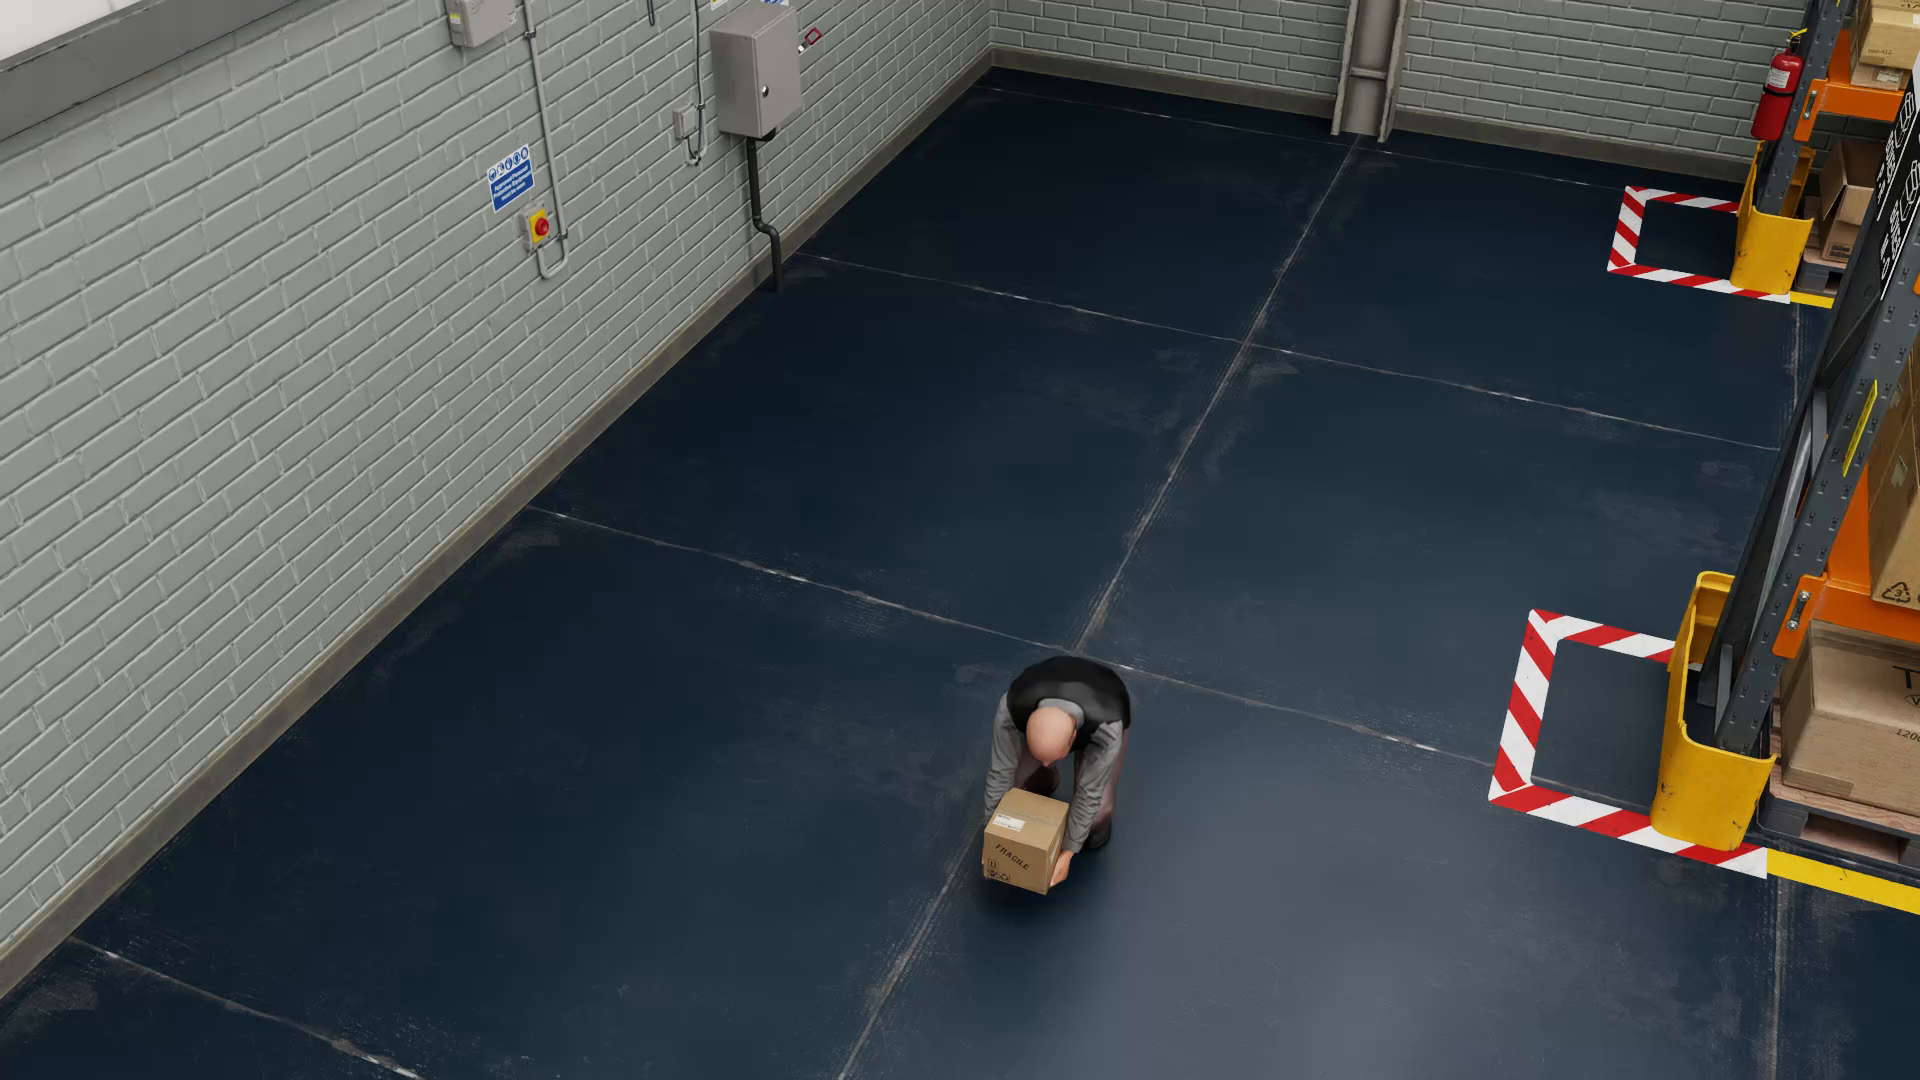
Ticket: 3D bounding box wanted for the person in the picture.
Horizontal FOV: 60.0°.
[{"bbox_3d":[0.383,0.829,6.391,0.516,0.960,0.858,13,39,17],"label":"person"}]
